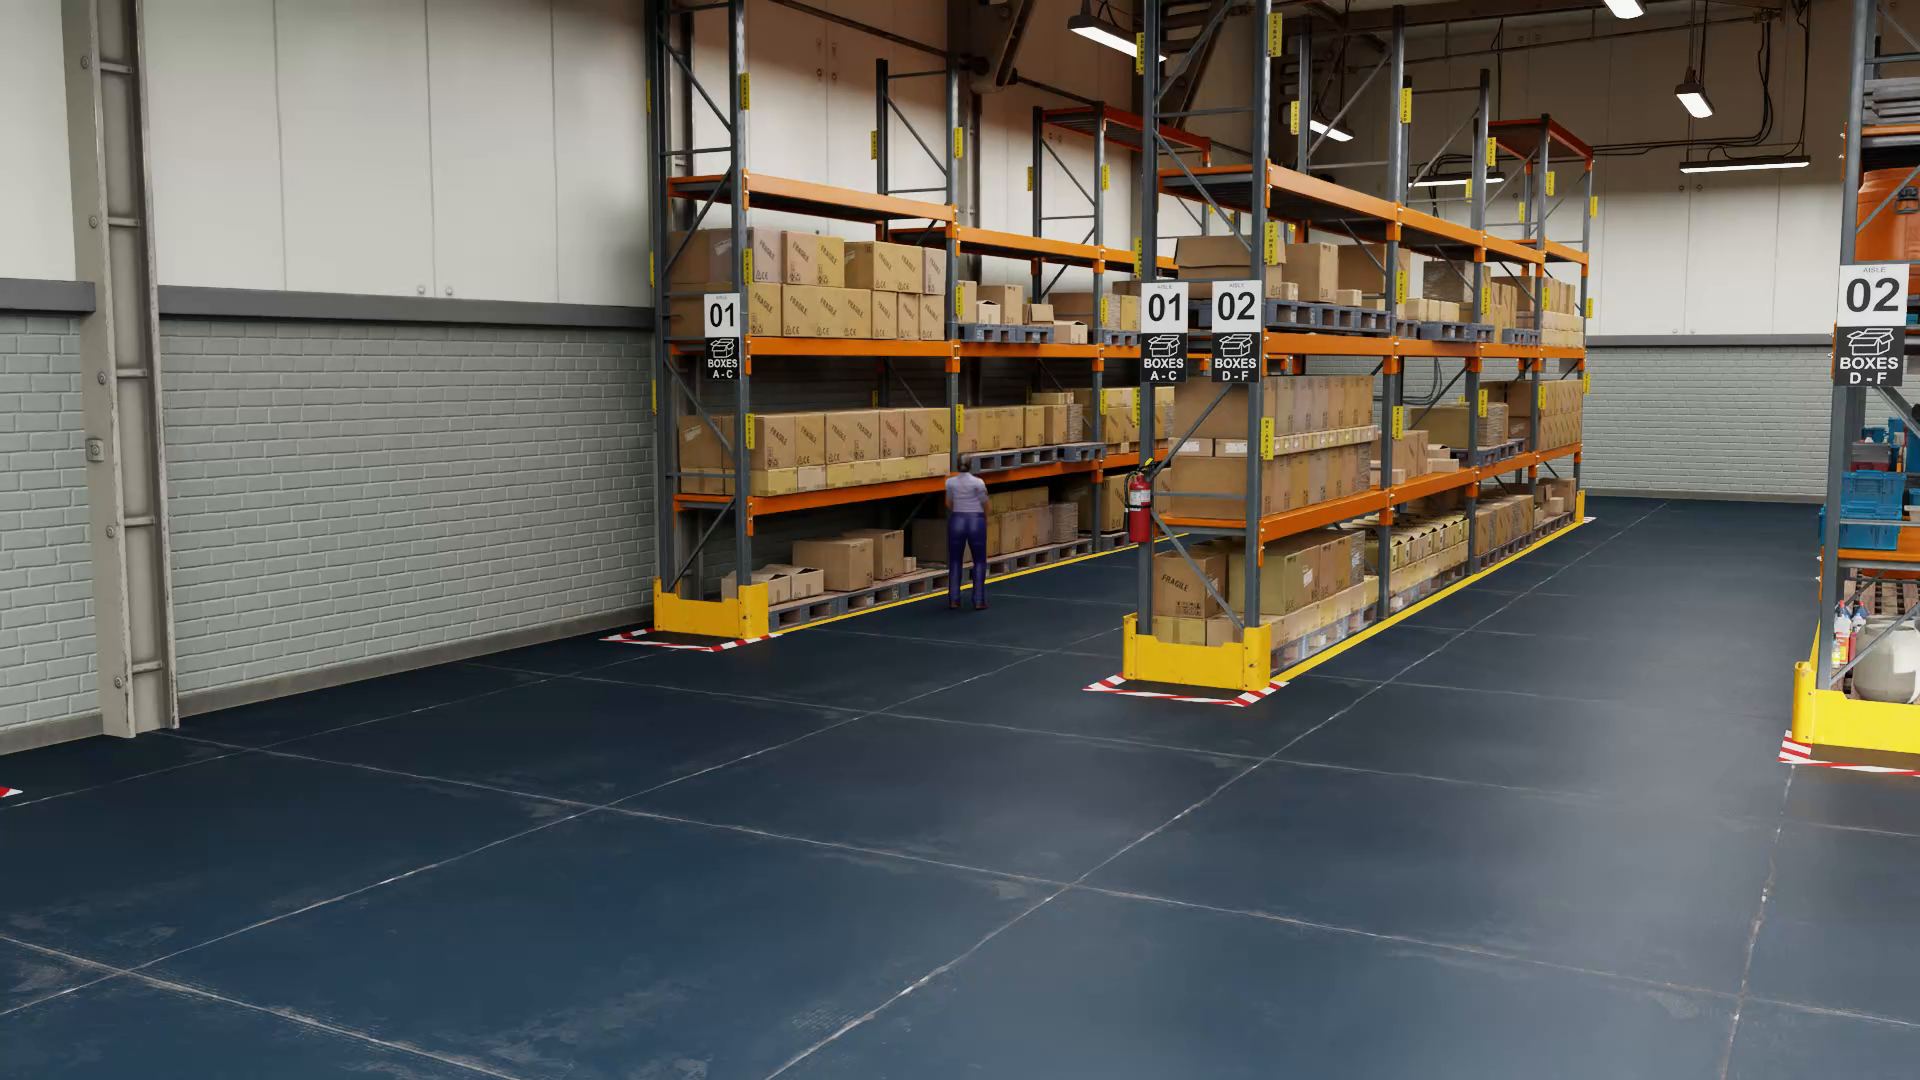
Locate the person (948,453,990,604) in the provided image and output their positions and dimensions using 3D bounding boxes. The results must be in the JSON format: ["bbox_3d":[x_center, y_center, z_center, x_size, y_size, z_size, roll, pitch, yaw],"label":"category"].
[{"bbox_3d":[0.102,-0.138,17.469,0.441,1.569,0.514,2,6,16],"label":"person"}]
